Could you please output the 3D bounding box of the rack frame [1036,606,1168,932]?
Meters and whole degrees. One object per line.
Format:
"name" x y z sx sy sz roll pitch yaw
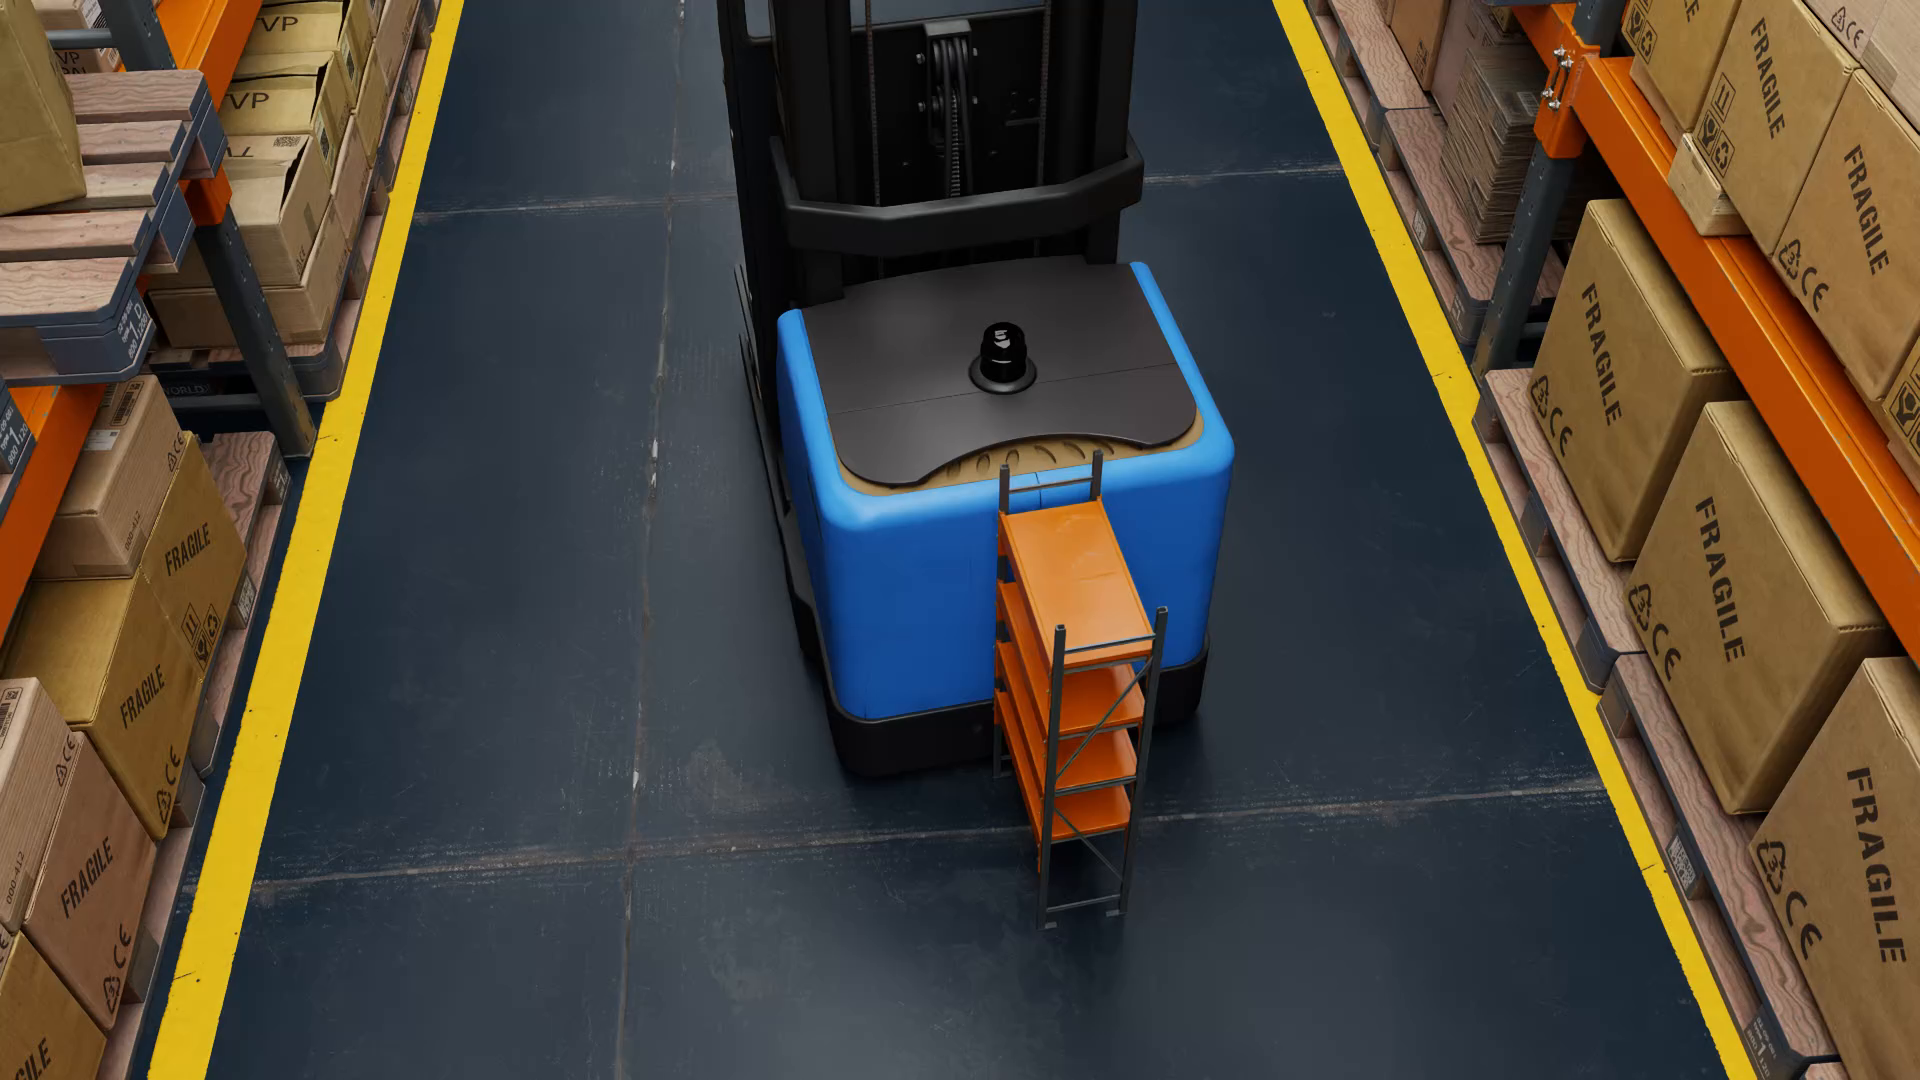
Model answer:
"rack frame" 0.315 0.575 3.879 0.240 1.200 0.015 -9 47 -9

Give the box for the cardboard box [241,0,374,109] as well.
"cardboard box" -2.494 -1.850 6.155 0.500 0.311 0.500 -5 47 -4

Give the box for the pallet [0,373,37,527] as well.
"pallet" -2.483 0.159 3.165 1.003 0.211 1.213 -3 47 -3

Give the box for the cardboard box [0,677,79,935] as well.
"cardboard box" -2.239 0.580 3.537 0.500 0.250 0.500 -4 47 -4

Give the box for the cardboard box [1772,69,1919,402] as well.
"cardboard box" 2.146 -0.655 3.517 0.500 0.500 0.500 -4 47 -3

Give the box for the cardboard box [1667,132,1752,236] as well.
"cardboard box" 2.033 -0.905 4.200 0.380 0.149 0.250 -2 47 -2

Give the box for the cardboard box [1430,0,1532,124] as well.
"cardboard box" 2.246 -1.806 6.313 0.700 0.500 0.500 -4 47 -3

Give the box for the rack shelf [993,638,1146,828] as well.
"rack shelf" 0.262 0.448 4.092 0.258 0.148 0.480 -9 47 -9

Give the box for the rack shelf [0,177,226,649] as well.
"rack shelf" -2.483 0.381 3.319 1.077 0.370 4.000 -3 47 -3

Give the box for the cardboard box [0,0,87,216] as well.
"cardboard box" -2.485 -1.043 3.814 0.700 0.500 0.500 -18 49 -16

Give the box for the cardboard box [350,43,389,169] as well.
"cardboard box" -2.494 -1.648 6.350 0.500 0.250 0.500 -5 47 -4

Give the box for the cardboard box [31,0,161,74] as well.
"cardboard box" -2.637 -1.548 4.712 0.500 0.311 0.500 -1 47 -1

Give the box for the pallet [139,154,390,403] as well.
"pallet" -2.680 -0.952 6.007 1.003 0.211 1.213 -3 47 -3

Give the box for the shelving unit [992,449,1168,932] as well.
"shelving unit" 0.262 0.402 4.043 0.258 1.200 0.503 -9 47 -9

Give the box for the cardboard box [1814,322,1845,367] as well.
"cardboard box" 2.207 -0.543 3.858 0.380 0.149 0.250 -3 47 -2

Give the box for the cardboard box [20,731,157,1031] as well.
"cardboard box" -2.245 0.811 3.834 0.500 0.500 0.500 -5 47 -5

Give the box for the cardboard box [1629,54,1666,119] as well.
"cardboard box" 2.083 -1.285 4.561 0.380 0.149 0.250 -4 47 -4

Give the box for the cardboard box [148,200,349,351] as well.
"cardboard box" -2.401 -0.909 5.649 0.500 0.250 0.500 -4 47 -3

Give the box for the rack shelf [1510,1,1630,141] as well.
"rack shelf" 2.118 -2.817 6.347 1.077 0.370 4.000 -3 47 -3

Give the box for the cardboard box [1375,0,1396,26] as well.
"cardboard box" 2.125 -2.529 6.998 0.700 0.500 0.500 -3 47 -3

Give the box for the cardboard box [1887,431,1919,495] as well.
"cardboard box" 2.222 -0.176 3.510 0.380 0.149 0.250 -3 47 -3

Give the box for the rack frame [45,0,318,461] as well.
"rack frame" -2.650 -1.313 4.428 1.000 3.000 0.127 -3 47 -3

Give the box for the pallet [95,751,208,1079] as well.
"pallet" -2.526 1.069 4.093 1.003 0.211 1.213 -3 47 -3

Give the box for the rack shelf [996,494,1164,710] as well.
"rack shelf" 0.262 0.131 3.758 0.258 0.148 0.480 -9 47 -9

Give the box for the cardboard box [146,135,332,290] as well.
"cardboard box" -2.401 -1.102 5.446 0.500 0.311 0.500 -2 47 -2

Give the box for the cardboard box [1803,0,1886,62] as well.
"cardboard box" 2.113 -1.286 3.598 0.500 0.250 0.500 -4 47 -4

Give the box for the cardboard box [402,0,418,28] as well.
"cardboard box" -2.578 -2.388 7.050 0.500 0.250 0.500 -3 47 -2

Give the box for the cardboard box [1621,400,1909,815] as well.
"cardboard box" 2.284 0.152 4.232 0.750 0.750 0.750 -4 47 -3

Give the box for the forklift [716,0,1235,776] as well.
"forklift" -0.137 -1.454 4.608 1.130 2.935 3.031 -9 47 -9

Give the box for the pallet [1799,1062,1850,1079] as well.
"pallet" 2.481 1.682 3.511 1.003 0.211 1.213 -3 47 -3

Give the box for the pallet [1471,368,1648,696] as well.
"pallet" 2.277 -0.083 5.183 1.003 0.211 1.213 -3 47 -3

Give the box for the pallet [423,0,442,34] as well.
"pallet" -2.885 -2.718 7.679 1.003 0.211 1.213 -3 47 -3

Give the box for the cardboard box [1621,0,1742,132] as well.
"cardboard box" 2.071 -1.394 4.216 0.500 0.500 0.500 -2 47 -2

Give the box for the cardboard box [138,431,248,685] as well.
"cardboard box" -2.338 0.057 4.548 0.500 0.500 0.500 -2 47 -2
